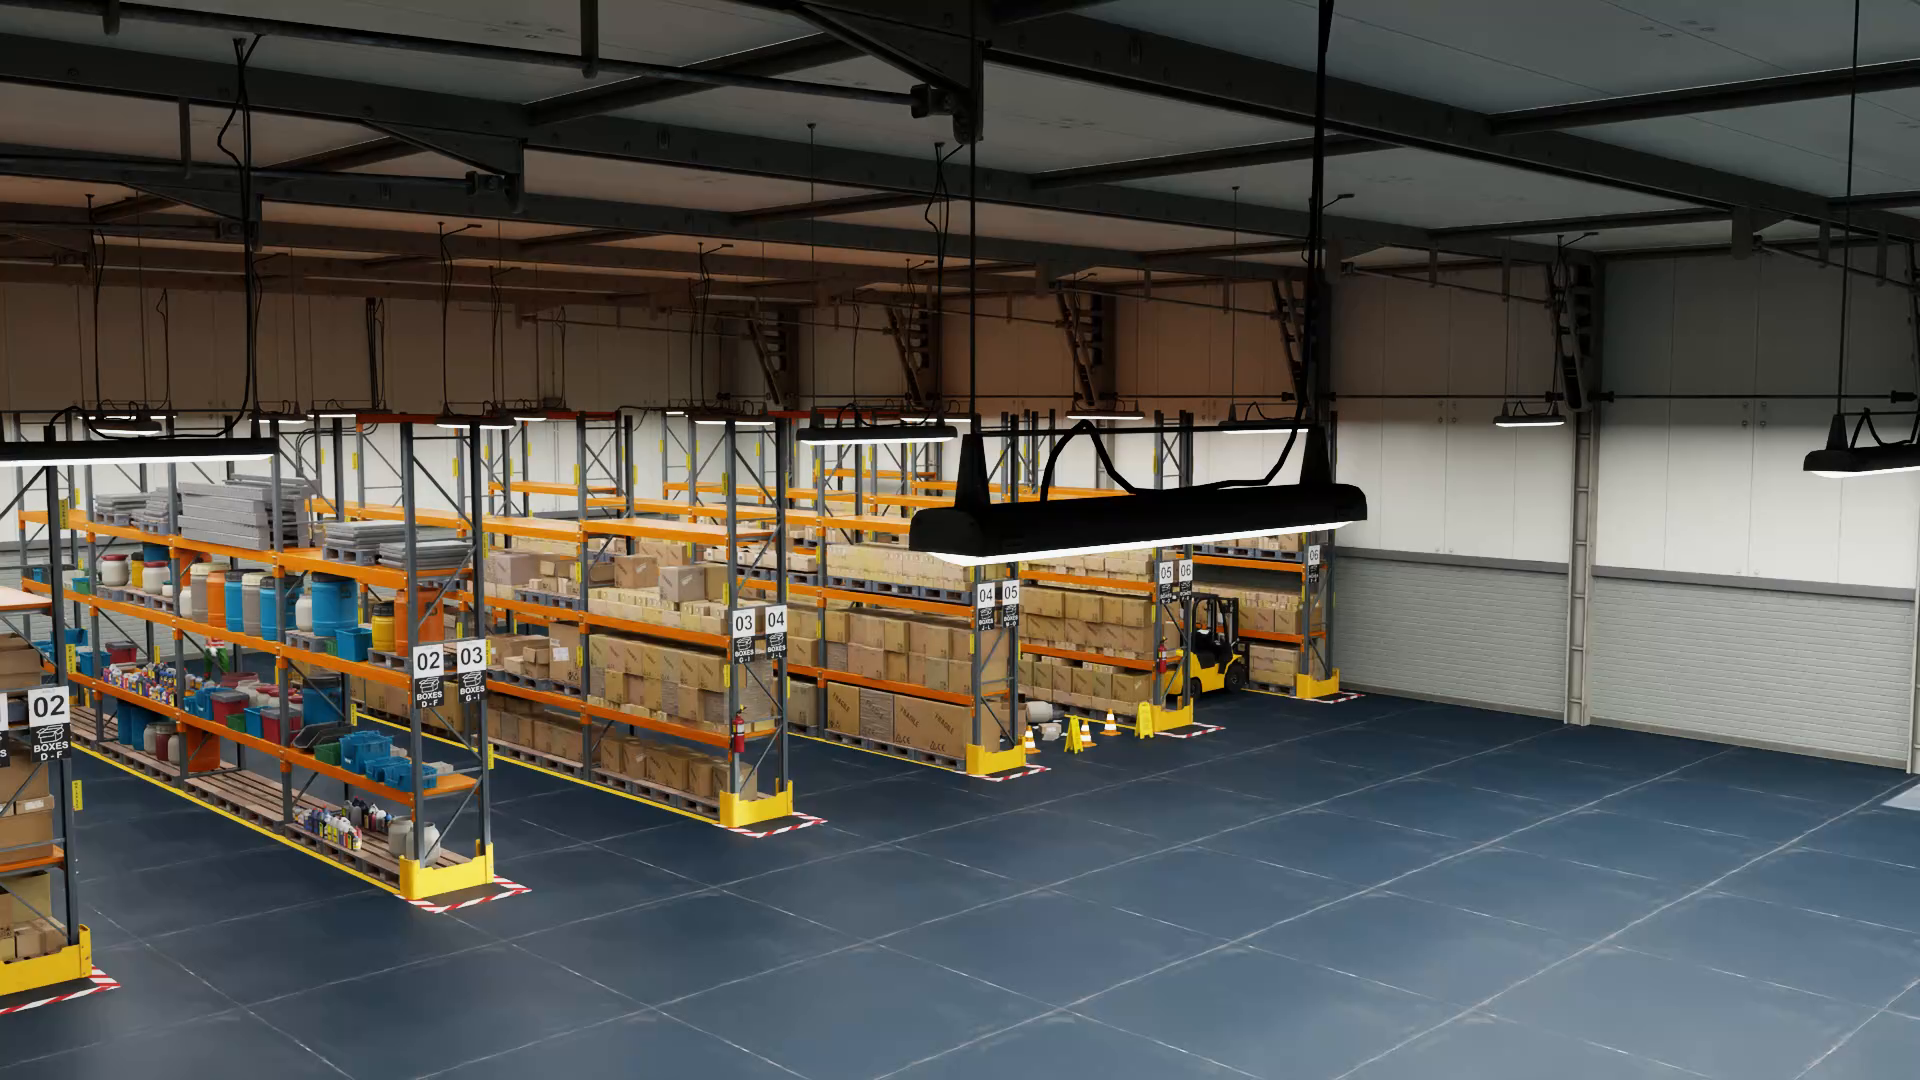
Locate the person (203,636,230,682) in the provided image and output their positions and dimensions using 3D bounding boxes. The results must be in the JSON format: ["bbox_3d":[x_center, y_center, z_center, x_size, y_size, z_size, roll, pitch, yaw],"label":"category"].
[{"bbox_3d":[-15.969,2.344,35.721,0.846,1.782,0.493,3,6,35],"label":"person"}]
